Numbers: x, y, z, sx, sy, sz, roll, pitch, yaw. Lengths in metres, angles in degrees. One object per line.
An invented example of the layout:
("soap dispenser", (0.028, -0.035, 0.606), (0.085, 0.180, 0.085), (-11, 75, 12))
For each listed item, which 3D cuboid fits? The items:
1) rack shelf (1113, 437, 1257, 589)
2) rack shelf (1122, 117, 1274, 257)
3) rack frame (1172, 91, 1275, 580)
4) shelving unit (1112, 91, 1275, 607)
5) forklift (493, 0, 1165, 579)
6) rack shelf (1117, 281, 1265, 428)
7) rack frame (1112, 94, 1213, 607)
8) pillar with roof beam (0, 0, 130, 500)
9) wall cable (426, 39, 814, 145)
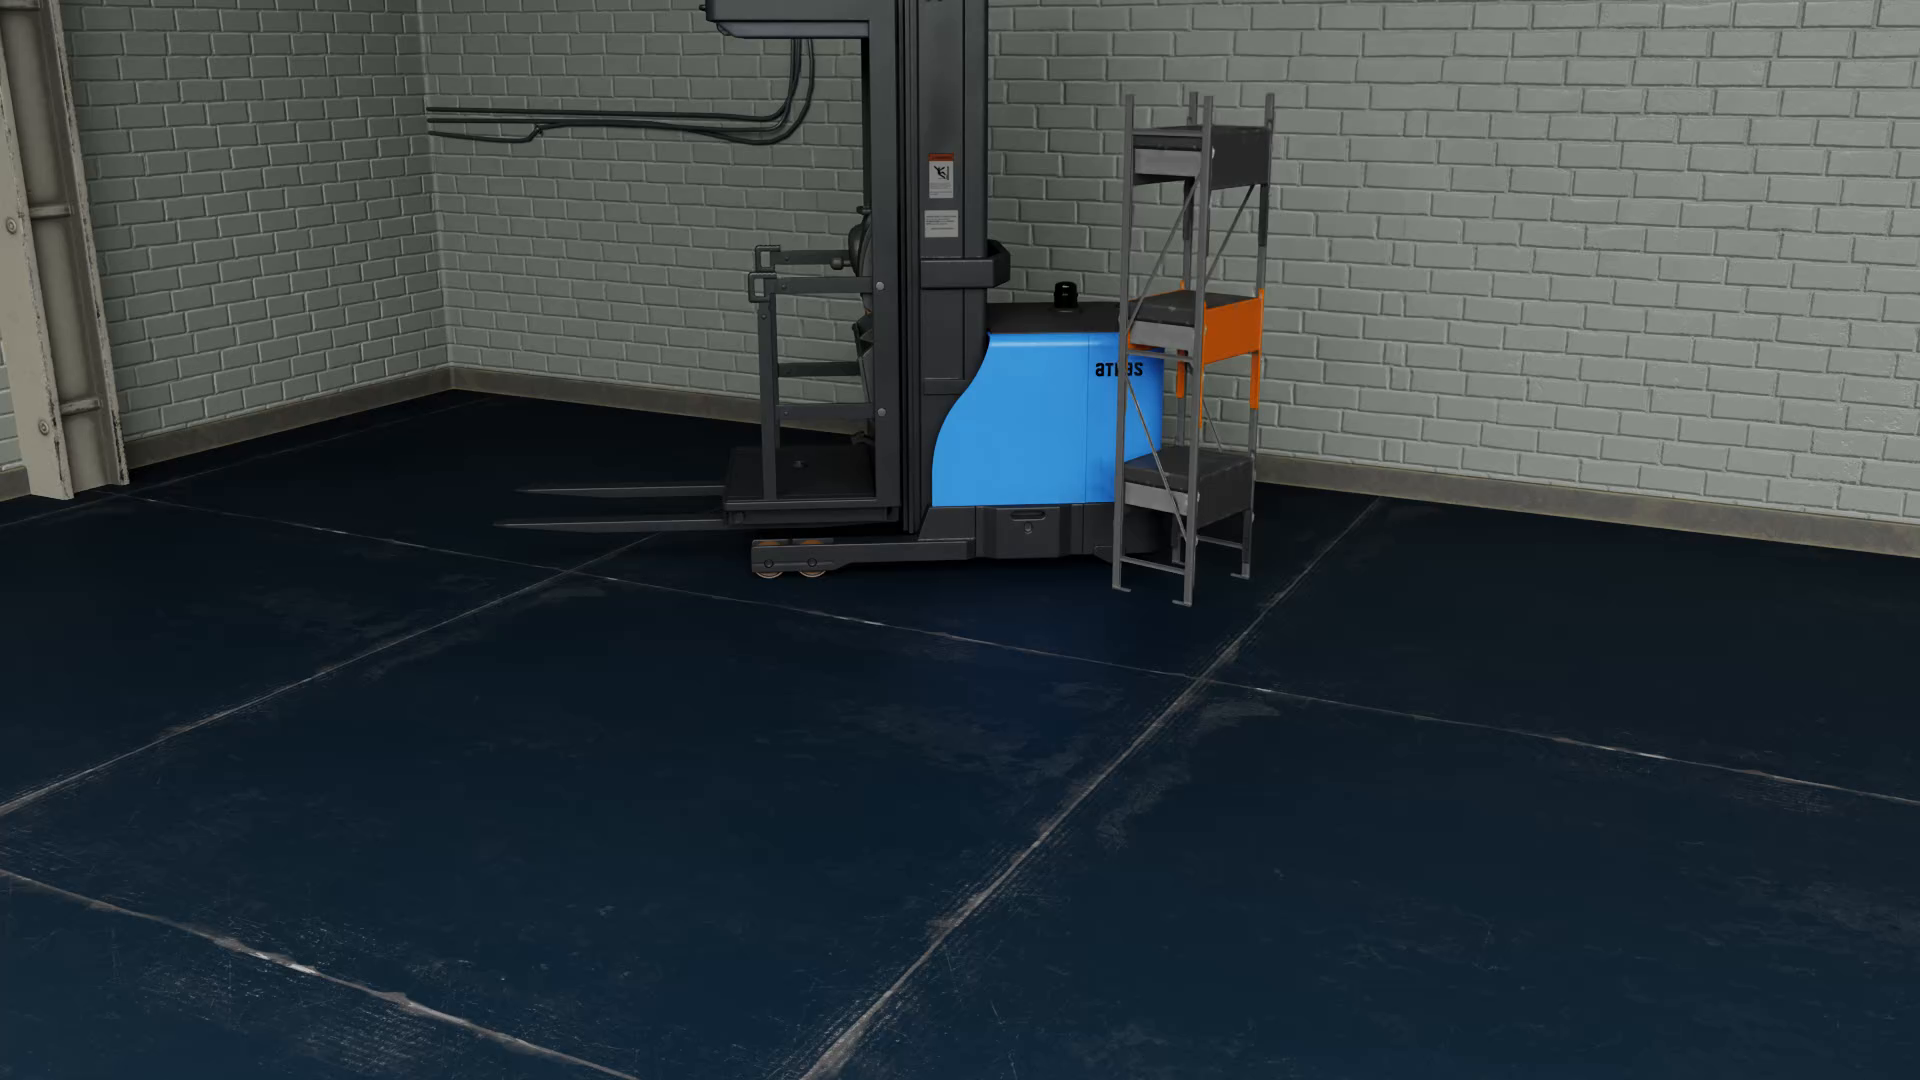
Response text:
("rack shelf", (0.982, -0.128, 7.276), (0.431, 0.518, 0.480), (13, 21, 37))
("rack shelf", (0.982, -1.471, 6.877), (0.431, 0.518, 0.480), (13, 21, 37))
("rack frame", (1.136, -0.866, 7.254), (0.400, 2.100, 0.015), (13, 21, 37))
("shelving unit", (0.982, -0.813, 7.072), (0.431, 2.100, 0.503), (13, 21, 37))
("forklift", (-0.620, -1.390, 7.555), (3.031, 2.935, 1.130), (-1, 17, -5))
("rack shelf", (0.982, -0.800, 7.076), (0.431, 0.518, 0.480), (13, 21, 37))
("rack frame", (0.828, -0.759, 6.891), (0.400, 2.100, 0.015), (13, 21, 37))
("pillar with roof beam", (-0.896, -4.046, 5.841), (9.100, 9.000, 0.400), (8, 18, 25))
("wall cable", (-2.248, -3.687, 10.087), (3.097, 2.526, 0.112), (8, 18, 25))
